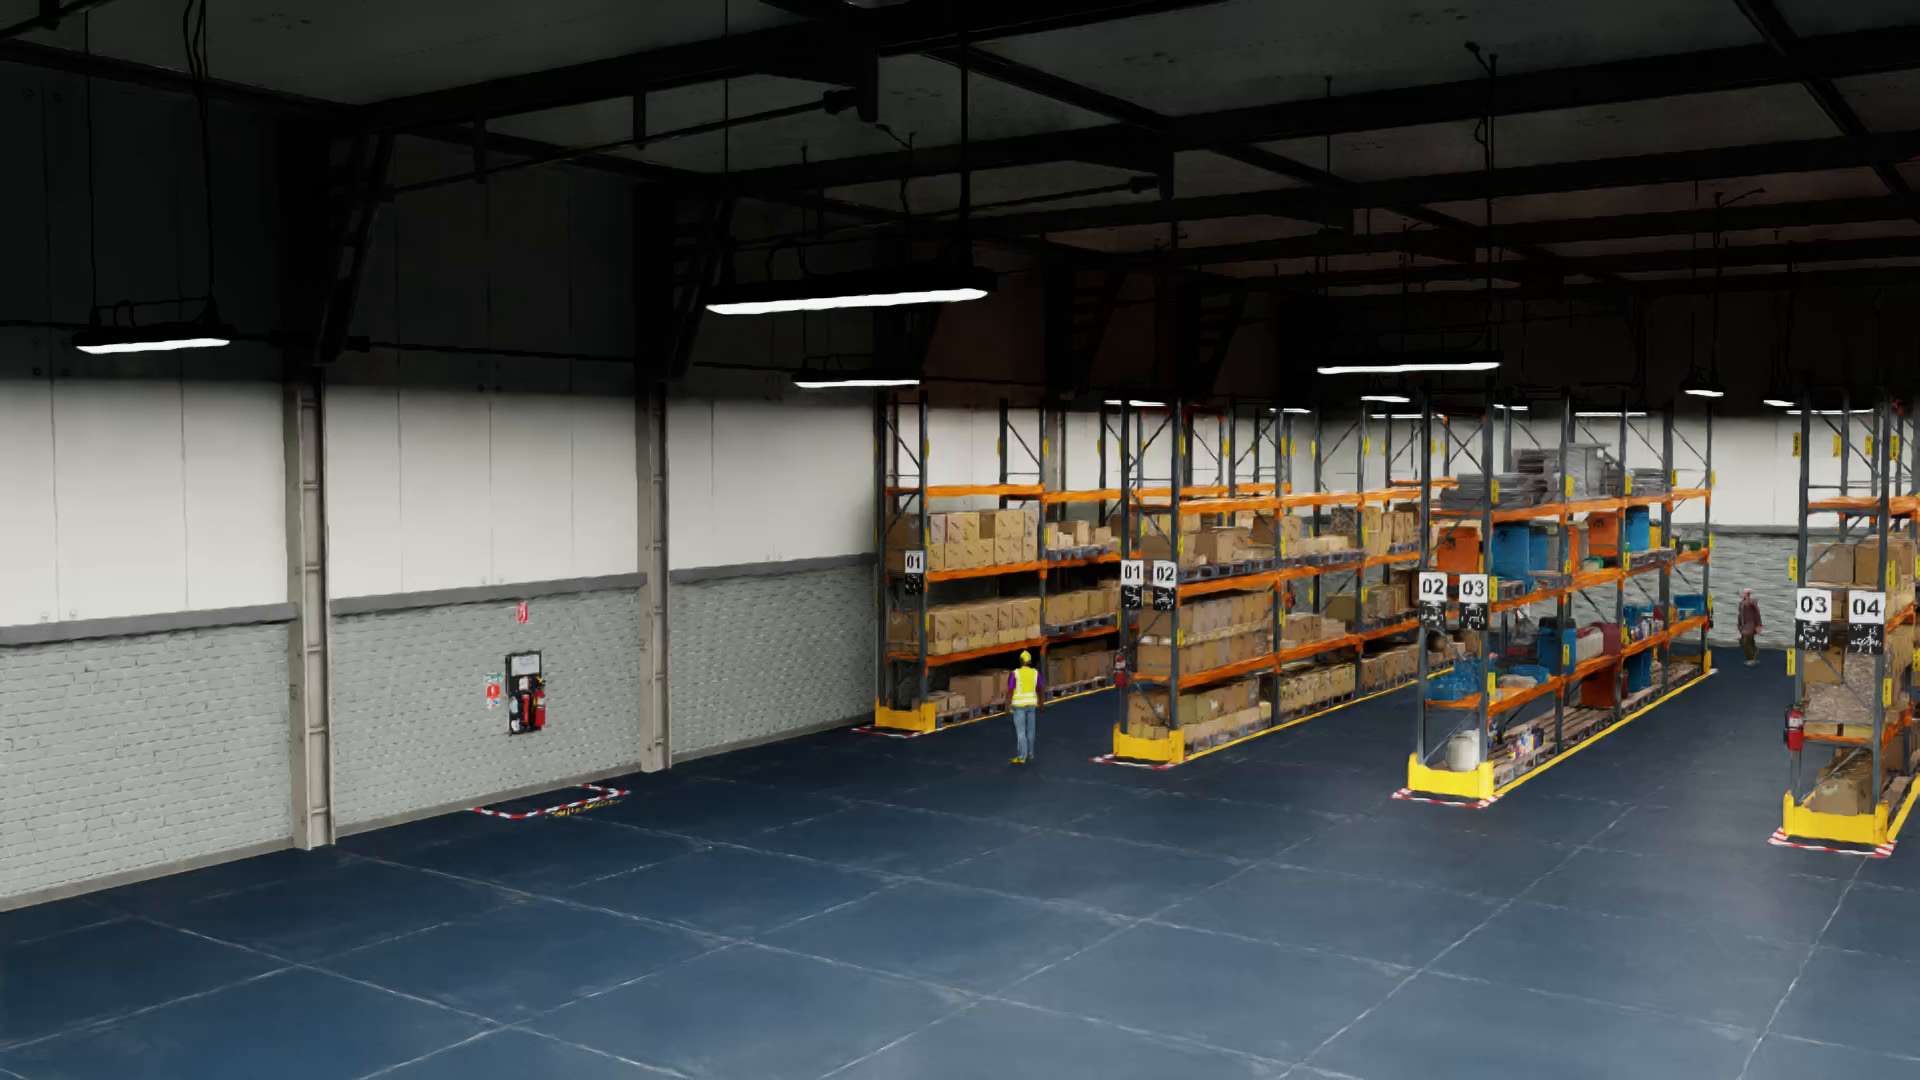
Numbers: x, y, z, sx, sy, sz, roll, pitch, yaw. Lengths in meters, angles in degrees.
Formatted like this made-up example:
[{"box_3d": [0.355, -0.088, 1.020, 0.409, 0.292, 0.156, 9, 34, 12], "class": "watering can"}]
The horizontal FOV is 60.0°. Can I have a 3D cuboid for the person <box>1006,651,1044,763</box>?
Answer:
[{"box_3d": [1.029, 2.635, 26.520, 0.661, 1.762, 0.559, -2, 4, -26], "class": "person"}]

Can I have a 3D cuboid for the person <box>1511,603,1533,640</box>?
[{"box_3d": [13.764, 1.904, 40.607, 0.697, 1.670, 0.556, -1, 3, -20], "class": "person"}]

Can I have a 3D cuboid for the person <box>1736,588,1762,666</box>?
[{"box_3d": [18.108, 1.986, 38.161, 0.536, 1.763, 0.680, 0, 3, 0], "class": "person"}]
